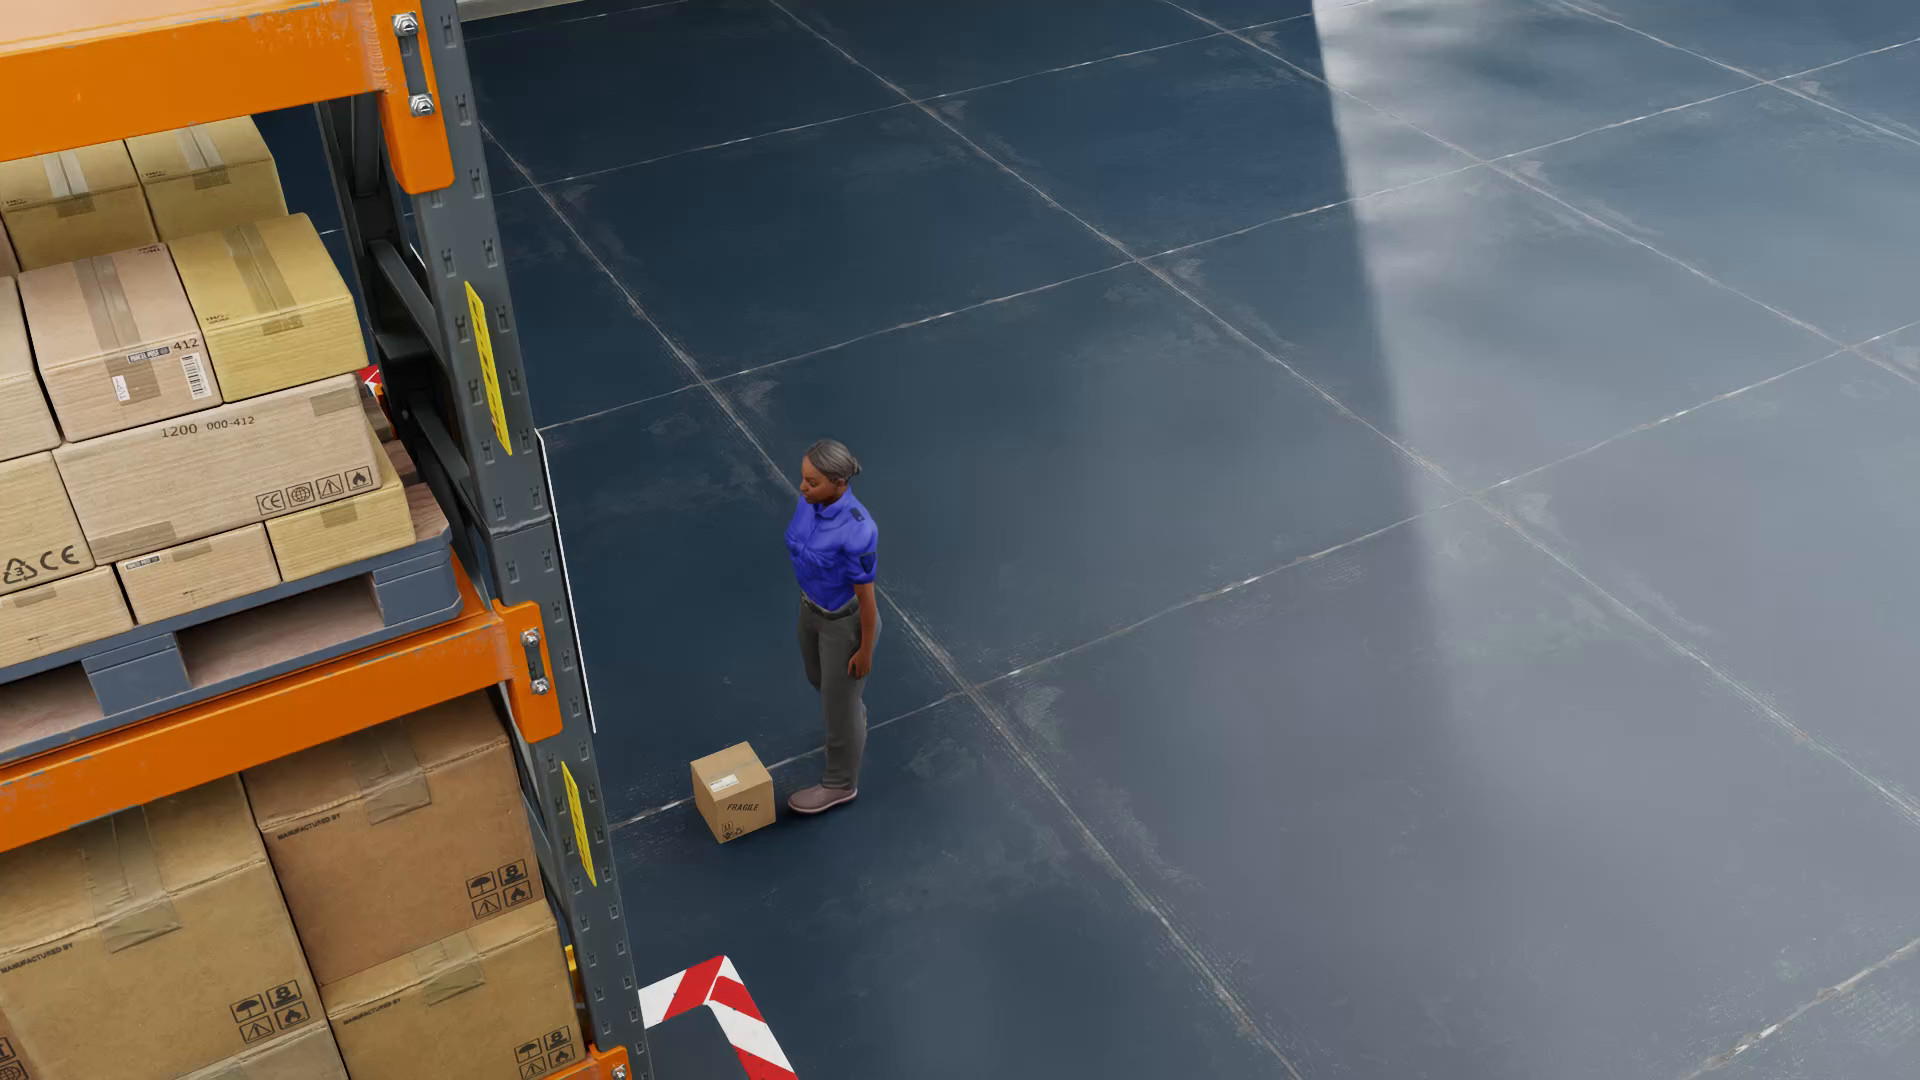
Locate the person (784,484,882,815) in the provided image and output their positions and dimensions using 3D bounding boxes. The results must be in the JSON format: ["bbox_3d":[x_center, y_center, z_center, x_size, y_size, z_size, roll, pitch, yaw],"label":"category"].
[{"bbox_3d":[-0.530,0.408,6.564,0.541,1.461,0.453,-23,43,-28],"label":"person"}]
